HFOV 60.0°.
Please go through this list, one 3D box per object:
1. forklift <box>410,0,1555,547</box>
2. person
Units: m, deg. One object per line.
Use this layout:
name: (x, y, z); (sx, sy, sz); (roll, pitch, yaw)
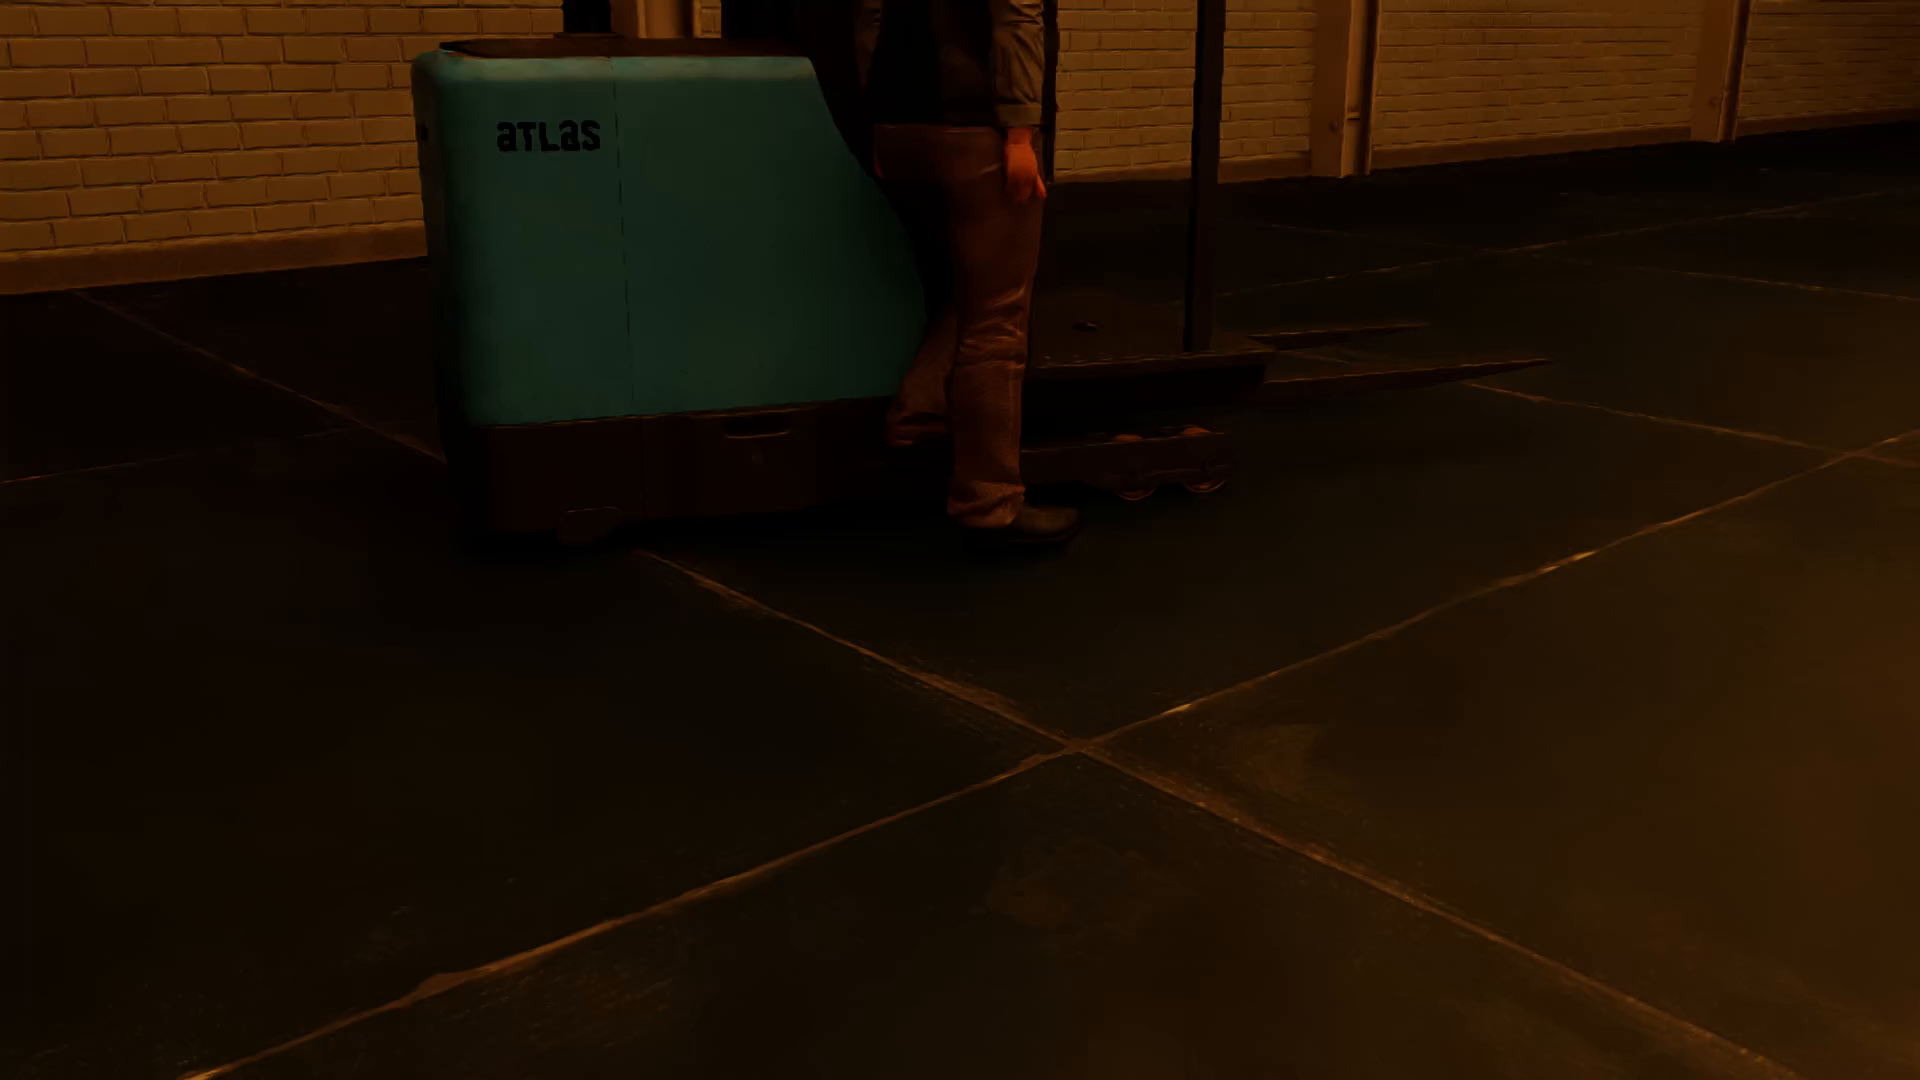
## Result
forklift: (0.171, -1.639, 4.178); (3.031, 2.935, 1.130); (-6, 18, -19)
person: (0.043, -0.860, 3.621); (0.455, 1.729, 0.529); (-14, 22, -38)
